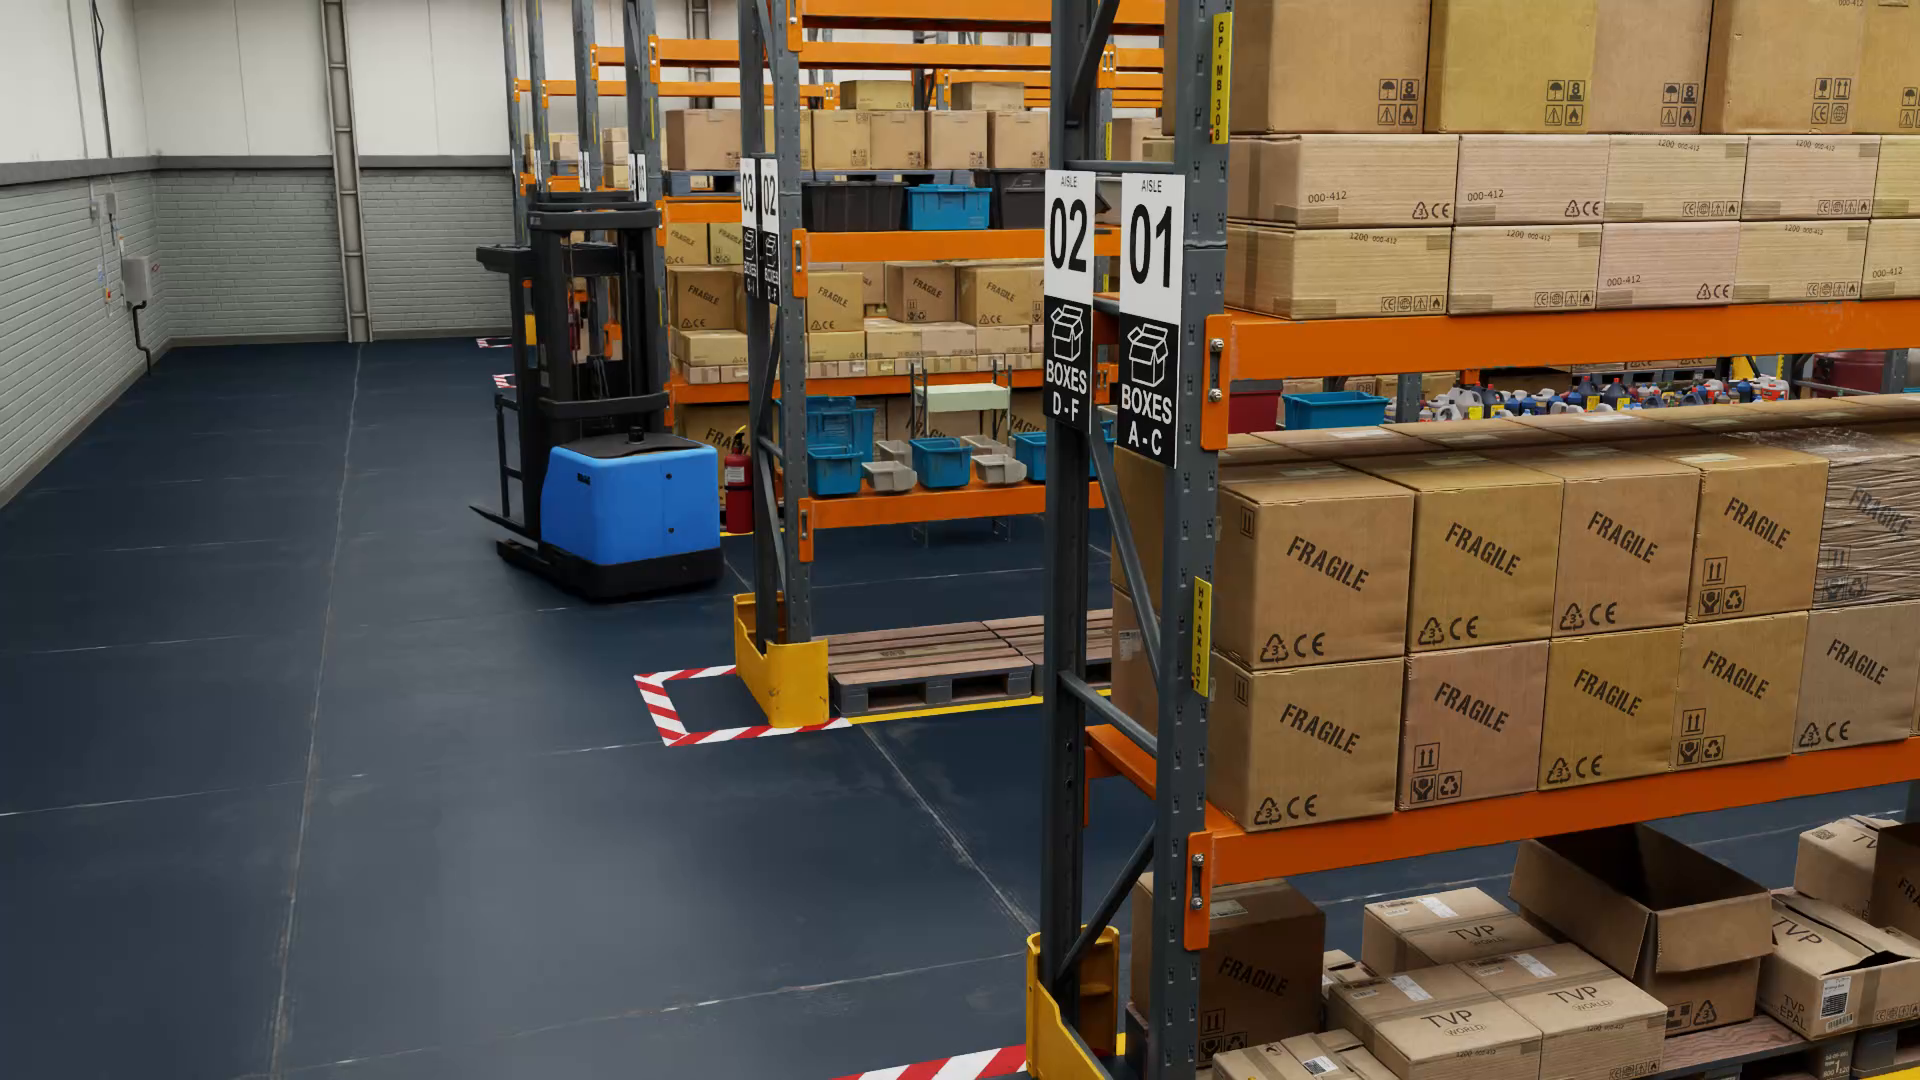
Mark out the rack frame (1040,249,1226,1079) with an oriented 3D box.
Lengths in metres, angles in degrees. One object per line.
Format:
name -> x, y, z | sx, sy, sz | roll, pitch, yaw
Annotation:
rack frame -> 0.500, 0.573, 5.252 | 0.127, 3.000, 1.000 | -4, 14, -18

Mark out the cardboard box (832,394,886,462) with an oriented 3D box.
cardboard box -> -1.213, -0.903, 15.139 | 0.875, 0.875, 0.875 | -4, 14, -18

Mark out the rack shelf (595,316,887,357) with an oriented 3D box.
rack shelf -> -2.247, -2.493, 19.695 | 4.000, 0.370, 1.077 | -4, 14, -18

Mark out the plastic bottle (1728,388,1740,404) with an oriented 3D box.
plastic bottle -> 5.782, -1.037, 12.448 | 0.097, 0.201, 0.097 | 0, 13, 0

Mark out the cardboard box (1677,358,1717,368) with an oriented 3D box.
cardboard box -> 10.401, -2.982, 23.882 | 0.875, 0.875, 0.875 | -4, 14, -18

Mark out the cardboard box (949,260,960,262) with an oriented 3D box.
cardboard box -> -0.033, -3.434, 20.449 | 0.250, 0.149, 0.380 | -4, 14, -15

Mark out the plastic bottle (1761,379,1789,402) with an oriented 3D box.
plastic bottle -> 6.041, -1.049, 12.340 | 0.135, 0.276, 0.152 | -4, 14, -18

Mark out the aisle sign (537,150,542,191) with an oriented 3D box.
aisle sign -> -5.793, -4.969, 22.934 | 0.004, 0.787, 0.394 | -4, 14, -18

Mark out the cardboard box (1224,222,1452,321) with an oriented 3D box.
cardboard box -> 1.068, -0.795, 4.847 | 0.500, 0.250, 0.500 | -4, 14, -18

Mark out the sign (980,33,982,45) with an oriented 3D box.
sign -> 0.361, -8.745, 29.274 | 0.005, 0.325, 0.100 | -4, 14, -18

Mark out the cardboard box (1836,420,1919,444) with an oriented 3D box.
cardboard box -> 3.410, -0.125, 5.808 | 0.500, 0.500, 0.500 | -5, 14, -19

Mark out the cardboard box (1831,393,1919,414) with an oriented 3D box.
cardboard box -> 3.755, -0.284, 6.479 | 0.500, 0.500, 0.500 | -4, 14, -17

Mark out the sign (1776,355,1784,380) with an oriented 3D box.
sign -> 6.324, -1.304, 12.789 | 0.005, 0.325, 0.100 | -4, 14, -18

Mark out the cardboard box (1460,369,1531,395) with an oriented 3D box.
cardboard box -> 5.552, -1.609, 17.256 | 0.500, 0.250, 0.500 | -4, 14, -16

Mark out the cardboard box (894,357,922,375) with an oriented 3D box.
cardboard box -> -0.509, -1.565, 14.783 | 0.250, 0.149, 0.380 | -4, 14, -17

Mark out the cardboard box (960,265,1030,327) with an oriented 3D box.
cardboard box -> 0.308, -2.203, 14.983 | 0.500, 0.500, 0.500 | -4, 14, -17

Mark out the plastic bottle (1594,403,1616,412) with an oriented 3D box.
plastic bottle -> 4.372, -0.785, 11.227 | 0.135, 0.276, 0.152 | -4, 14, -18

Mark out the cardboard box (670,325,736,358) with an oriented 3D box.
cardboard box -> -2.281, -1.766, 14.765 | 0.500, 0.250, 0.500 | -5, 14, -19

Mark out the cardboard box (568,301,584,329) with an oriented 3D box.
cardboard box -> -6.794, -3.876, 28.443 | 0.637, 0.503, 0.797 | -5, 14, -20

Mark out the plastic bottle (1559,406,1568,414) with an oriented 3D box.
plastic bottle -> 4.040, -0.751, 11.071 | 0.133, 0.283, 0.061 | -4, 14, -18

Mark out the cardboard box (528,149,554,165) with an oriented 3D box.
cardboard box -> -6.896, -6.366, 27.622 | 0.500, 0.250, 0.500 | -5, 14, -19

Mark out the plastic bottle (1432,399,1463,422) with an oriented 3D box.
plastic bottle -> 3.190, -0.743, 10.890 | 0.185, 0.351, 0.144 | -4, 14, -18

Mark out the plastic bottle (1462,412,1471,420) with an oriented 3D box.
plastic bottle -> 3.325, -0.695, 10.837 | 0.133, 0.283, 0.061 | -4, 14, -18

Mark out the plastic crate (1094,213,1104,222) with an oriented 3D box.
plastic crate -> 0.803, -2.052, 10.373 | 0.530, 0.136, 0.437 | -4, 14, -18

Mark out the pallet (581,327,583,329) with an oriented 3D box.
pallet -> -6.576, -3.570, 28.695 | 1.213, 0.211, 1.003 | -4, 14, -18

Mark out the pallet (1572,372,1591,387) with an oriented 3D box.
pallet -> 7.977, -2.263, 23.202 | 1.213, 0.211, 1.003 | -4, 14, -18

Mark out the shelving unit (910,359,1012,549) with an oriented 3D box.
shelving unit -> 0.006, -0.730, 13.971 | 0.755, 1.500, 0.431 | -4, 14, -18

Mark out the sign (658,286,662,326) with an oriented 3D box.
sign -> -2.485, -1.937, 13.764 | 0.005, 0.325, 0.100 | -4, 14, -18

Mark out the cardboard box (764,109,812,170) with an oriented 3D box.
cardboard box -> -1.609, -3.426, 14.242 | 0.500, 0.500, 0.700 | -5, 14, -20

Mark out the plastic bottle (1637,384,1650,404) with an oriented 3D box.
plastic bottle -> 4.998, -1.010, 12.184 | 0.097, 0.271, 0.097 | 0, 13, 0

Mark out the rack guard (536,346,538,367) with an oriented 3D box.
rack guard -> -5.840, -2.556, 23.806 | 0.348, 0.500, 1.175 | -4, 14, -18

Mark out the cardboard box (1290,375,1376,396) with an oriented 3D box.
cardboard box -> 3.418, -1.251, 16.602 | 0.875, 0.875, 1.225 | -4, 14, -18

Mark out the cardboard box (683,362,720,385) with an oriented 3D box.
cardboard box -> -2.214, -1.432, 14.222 | 0.250, 0.149, 0.380 | -4, 14, -17

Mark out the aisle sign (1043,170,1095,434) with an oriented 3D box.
aisle sign -> 0.337, -0.754, 5.212 | 0.004, 0.787, 0.394 | -4, 14, -18

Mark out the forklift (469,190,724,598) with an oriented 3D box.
forklift -> -3.091, -1.283, 13.201 | 1.130, 2.935, 3.031 | -10, 17, -36

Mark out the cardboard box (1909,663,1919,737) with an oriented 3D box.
cardboard box -> 3.411, 0.361, 5.928 | 0.500, 0.500, 0.500 | -4, 14, -16

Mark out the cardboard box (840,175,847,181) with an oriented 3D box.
cardboard box -> -1.207, -4.247, 19.358 | 0.500, 0.250, 0.500 | -4, 14, -18

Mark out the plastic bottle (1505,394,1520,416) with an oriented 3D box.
plastic bottle -> 3.867, -0.884, 11.657 | 0.097, 0.271, 0.097 | 0, 13, 0

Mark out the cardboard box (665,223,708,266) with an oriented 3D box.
cardboard box -> -3.156, -3.389, 18.887 | 0.500, 0.500, 0.500 | -4, 14, -16

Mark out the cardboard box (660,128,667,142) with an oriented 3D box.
cardboard box -> -3.235, -4.512, 18.528 | 0.250, 0.149, 0.380 | -4, 14, -18

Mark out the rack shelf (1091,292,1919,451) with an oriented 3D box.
rack shelf -> 2.395, -0.684, 5.608 | 4.000, 0.370, 1.077 | -4, 14, -18

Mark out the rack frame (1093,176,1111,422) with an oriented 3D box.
rack frame -> 1.135, -1.895, 15.628 | 0.127, 3.000, 1.000 | -4, 14, -18

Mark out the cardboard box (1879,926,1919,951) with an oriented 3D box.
cardboard box -> 3.505, 1.596, 6.162 | 0.250, 0.149, 0.380 | -4, 14, -18

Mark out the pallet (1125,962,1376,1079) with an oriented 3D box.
pallet -> 1.327, 1.865, 5.846 | 1.213, 0.211, 1.003 | -4, 14, -18

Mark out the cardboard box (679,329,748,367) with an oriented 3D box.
cardboard box -> -2.115, -1.648, 14.270 | 0.500, 0.250, 0.500 | -5, 14, -20

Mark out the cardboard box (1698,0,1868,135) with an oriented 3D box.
cardboard box -> 2.426, -1.558, 5.352 | 0.500, 0.500, 0.700 | -4, 14, -18

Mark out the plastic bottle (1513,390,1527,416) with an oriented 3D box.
plastic bottle -> 3.937, -0.923, 11.807 | 0.135, 0.276, 0.152 | -4, 14, -18

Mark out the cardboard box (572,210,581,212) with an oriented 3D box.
cardboard box -> -5.392, -4.590, 23.177 | 0.250, 0.149, 0.380 | -4, 14, -17

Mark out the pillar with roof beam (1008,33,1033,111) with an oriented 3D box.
pillar with roof beam -> 2.500, -7.721, 27.154 | 0.400, 9.000, 9.100 | -4, 14, -18

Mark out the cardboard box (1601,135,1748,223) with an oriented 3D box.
cardboard box -> 2.018, -1.111, 5.093 | 0.500, 0.250, 0.500 | -4, 14, -18

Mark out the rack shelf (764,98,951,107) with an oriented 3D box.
rack shelf -> -1.717, -7.679, 29.397 | 4.000, 0.370, 1.077 | -4, 14, -18

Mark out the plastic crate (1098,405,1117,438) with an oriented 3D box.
plastic crate -> 1.209, -0.708, 10.764 | 0.530, 0.282, 0.437 | -4, 14, -18

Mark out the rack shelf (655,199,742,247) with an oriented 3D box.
rack shelf -> -0.761, -2.857, 14.744 | 4.000, 0.370, 1.077 | -4, 14, -18

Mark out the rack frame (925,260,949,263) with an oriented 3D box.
rack frame -> -0.351, -2.990, 20.233 | 0.127, 3.000, 1.000 | -4, 14, -18

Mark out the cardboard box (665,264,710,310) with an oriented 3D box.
cardboard box -> -3.130, -2.906, 19.020 | 0.500, 0.500, 0.500 | -4, 14, -18

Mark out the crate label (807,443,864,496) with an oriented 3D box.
crate label -> -0.737, -0.407, 9.606 | 0.303, 0.233, 0.416 | -4, 14, -18
